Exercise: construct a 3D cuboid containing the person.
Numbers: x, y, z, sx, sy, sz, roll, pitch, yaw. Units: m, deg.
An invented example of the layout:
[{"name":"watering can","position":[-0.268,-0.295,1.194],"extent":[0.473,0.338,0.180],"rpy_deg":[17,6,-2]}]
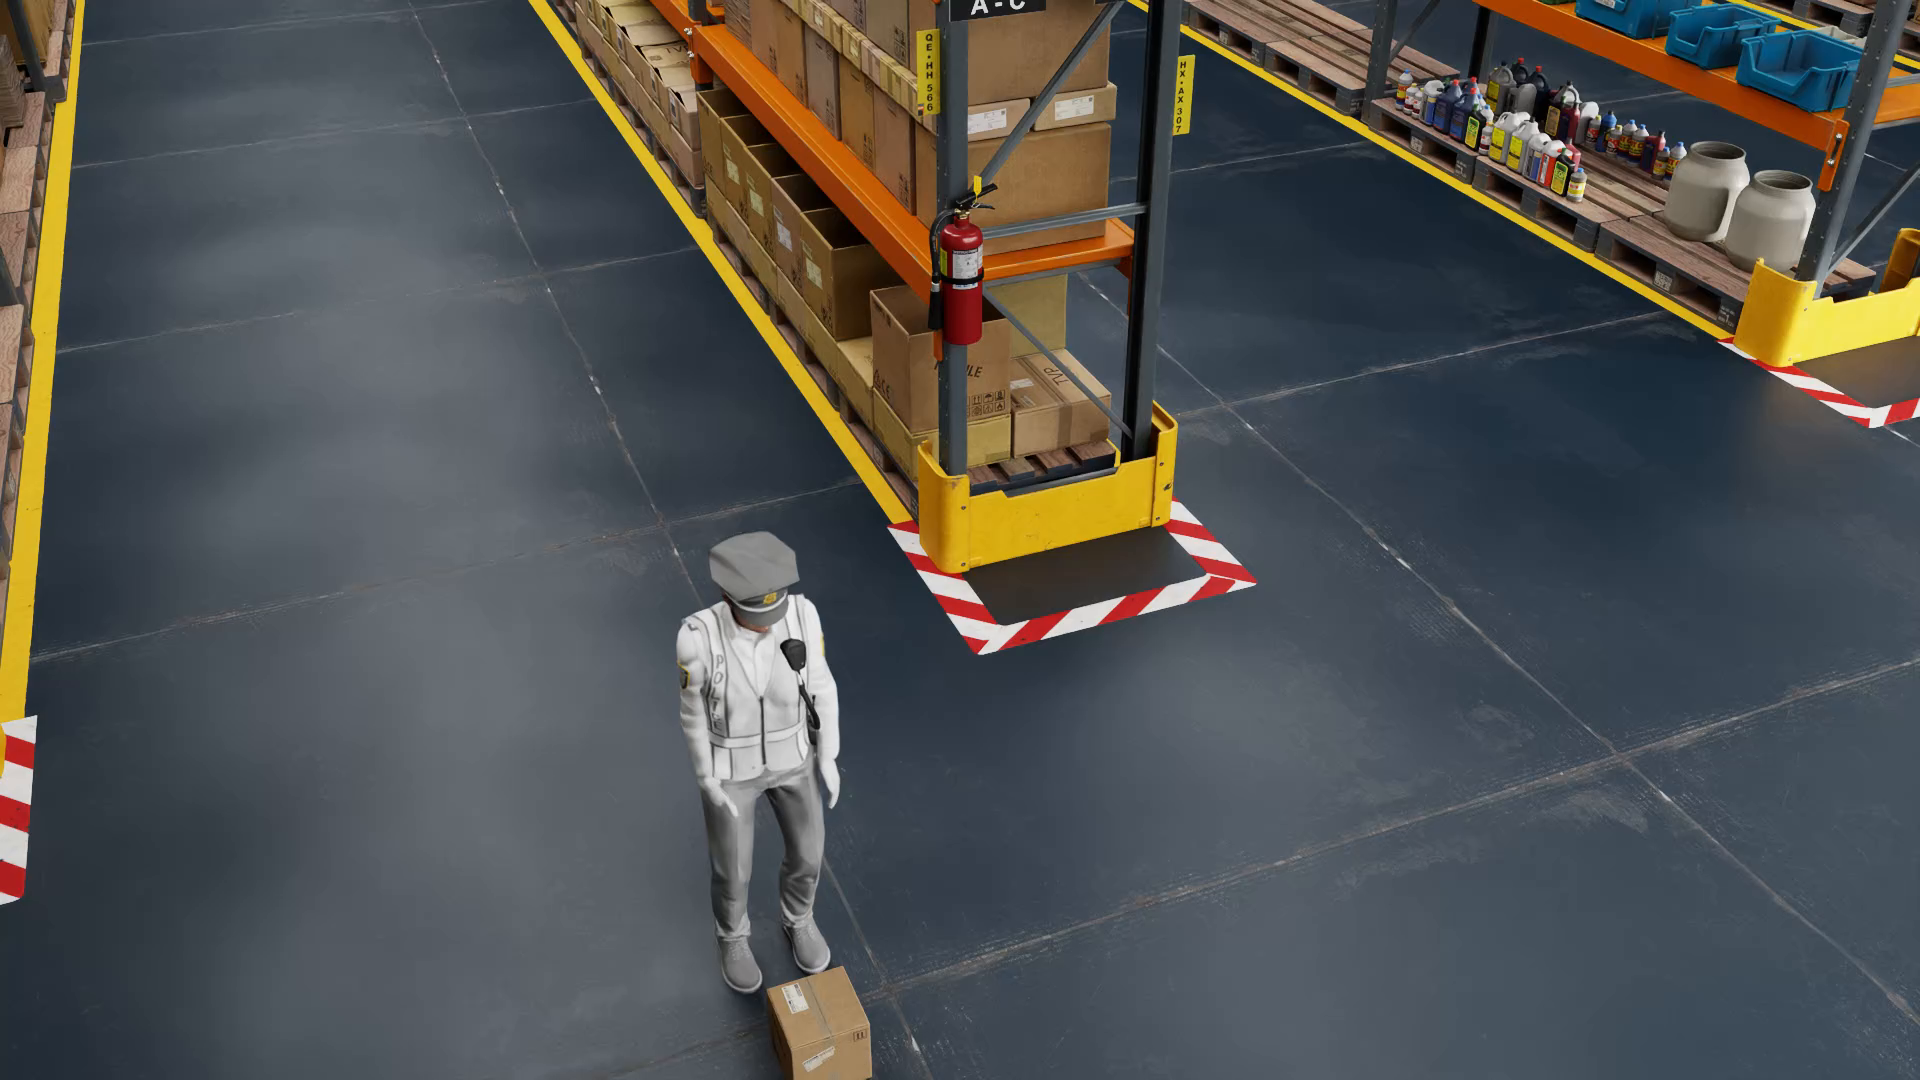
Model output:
[{"name":"person","position":[-0.595,0.697,5.113],"extent":[0.482,1.655,0.366],"rpy_deg":[-12,36,-18]}]
